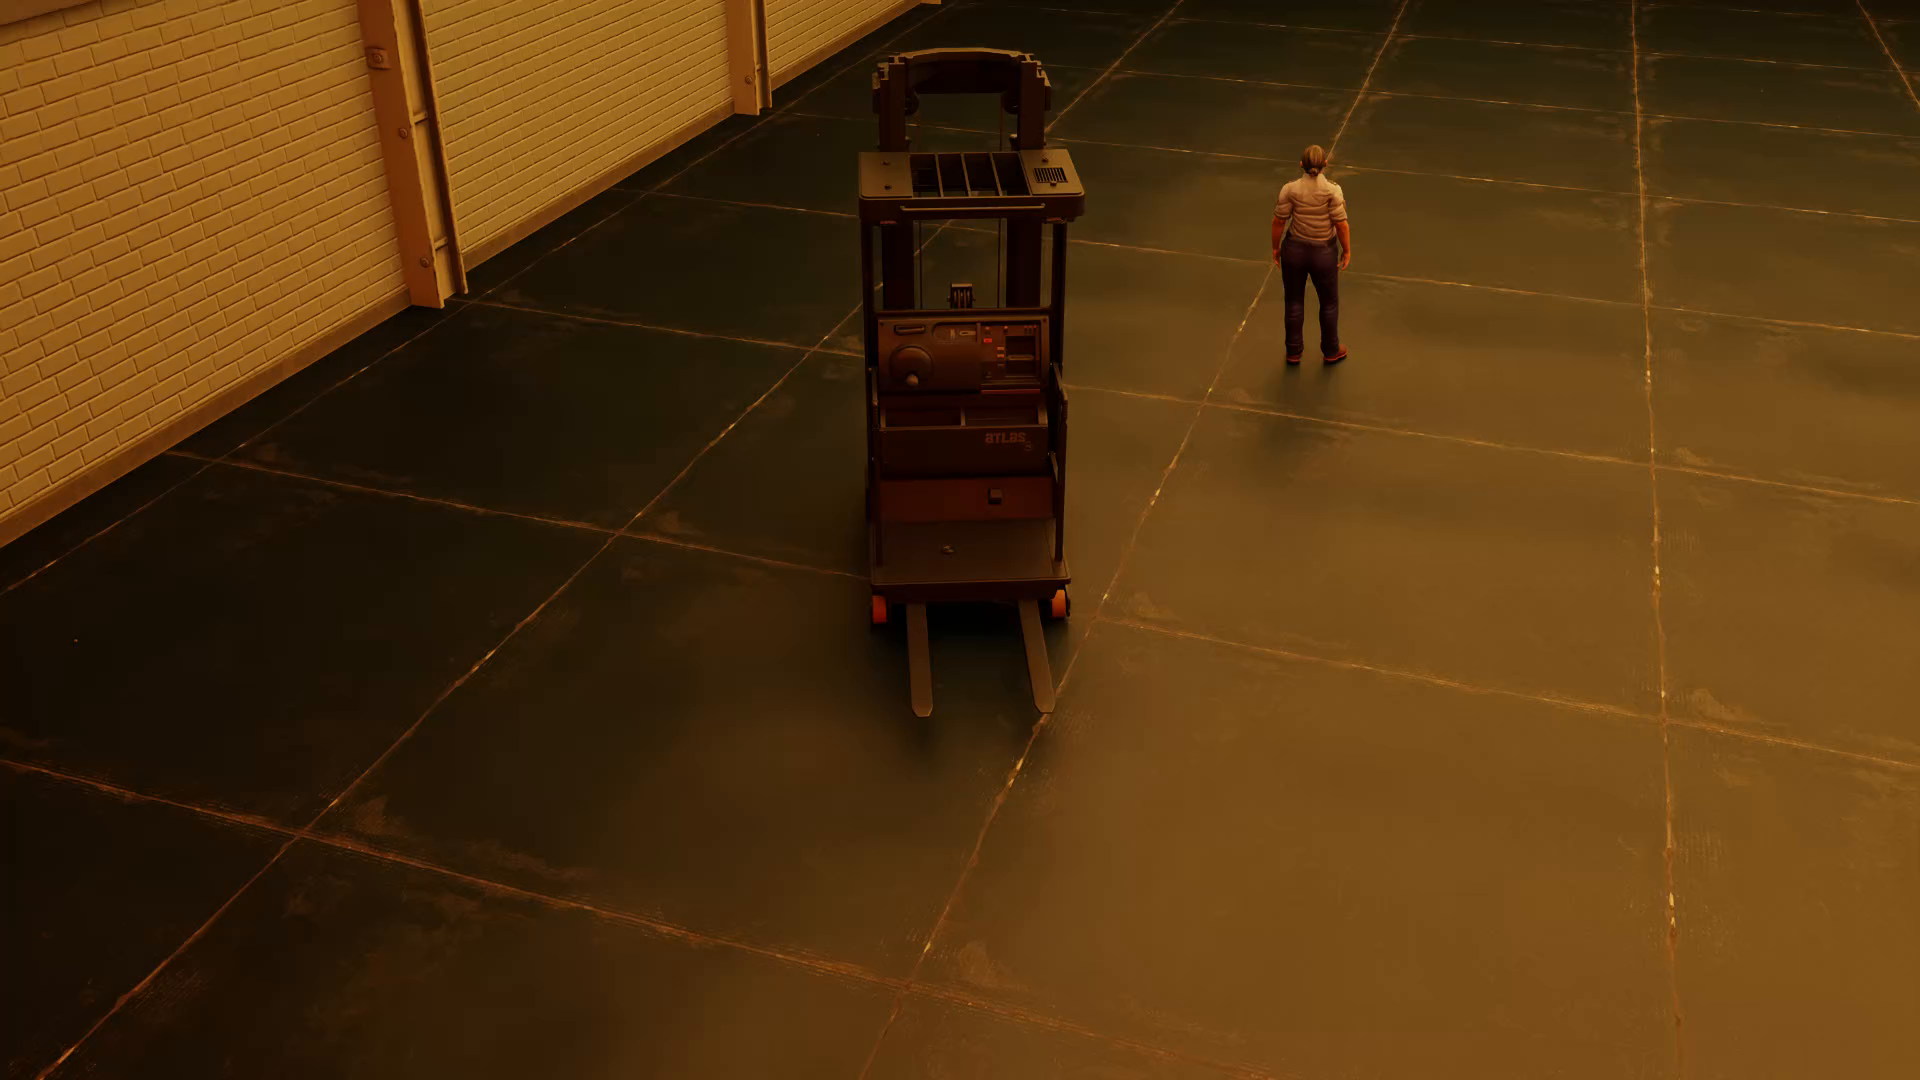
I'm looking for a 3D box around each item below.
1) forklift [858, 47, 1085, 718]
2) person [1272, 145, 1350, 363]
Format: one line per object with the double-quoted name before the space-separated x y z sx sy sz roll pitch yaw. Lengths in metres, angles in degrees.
"forklift" 0.035 -0.972 8.842 1.130 2.935 3.031 -2 30 -3
"person" 2.571 -2.085 12.075 0.599 1.650 0.503 11 32 19
